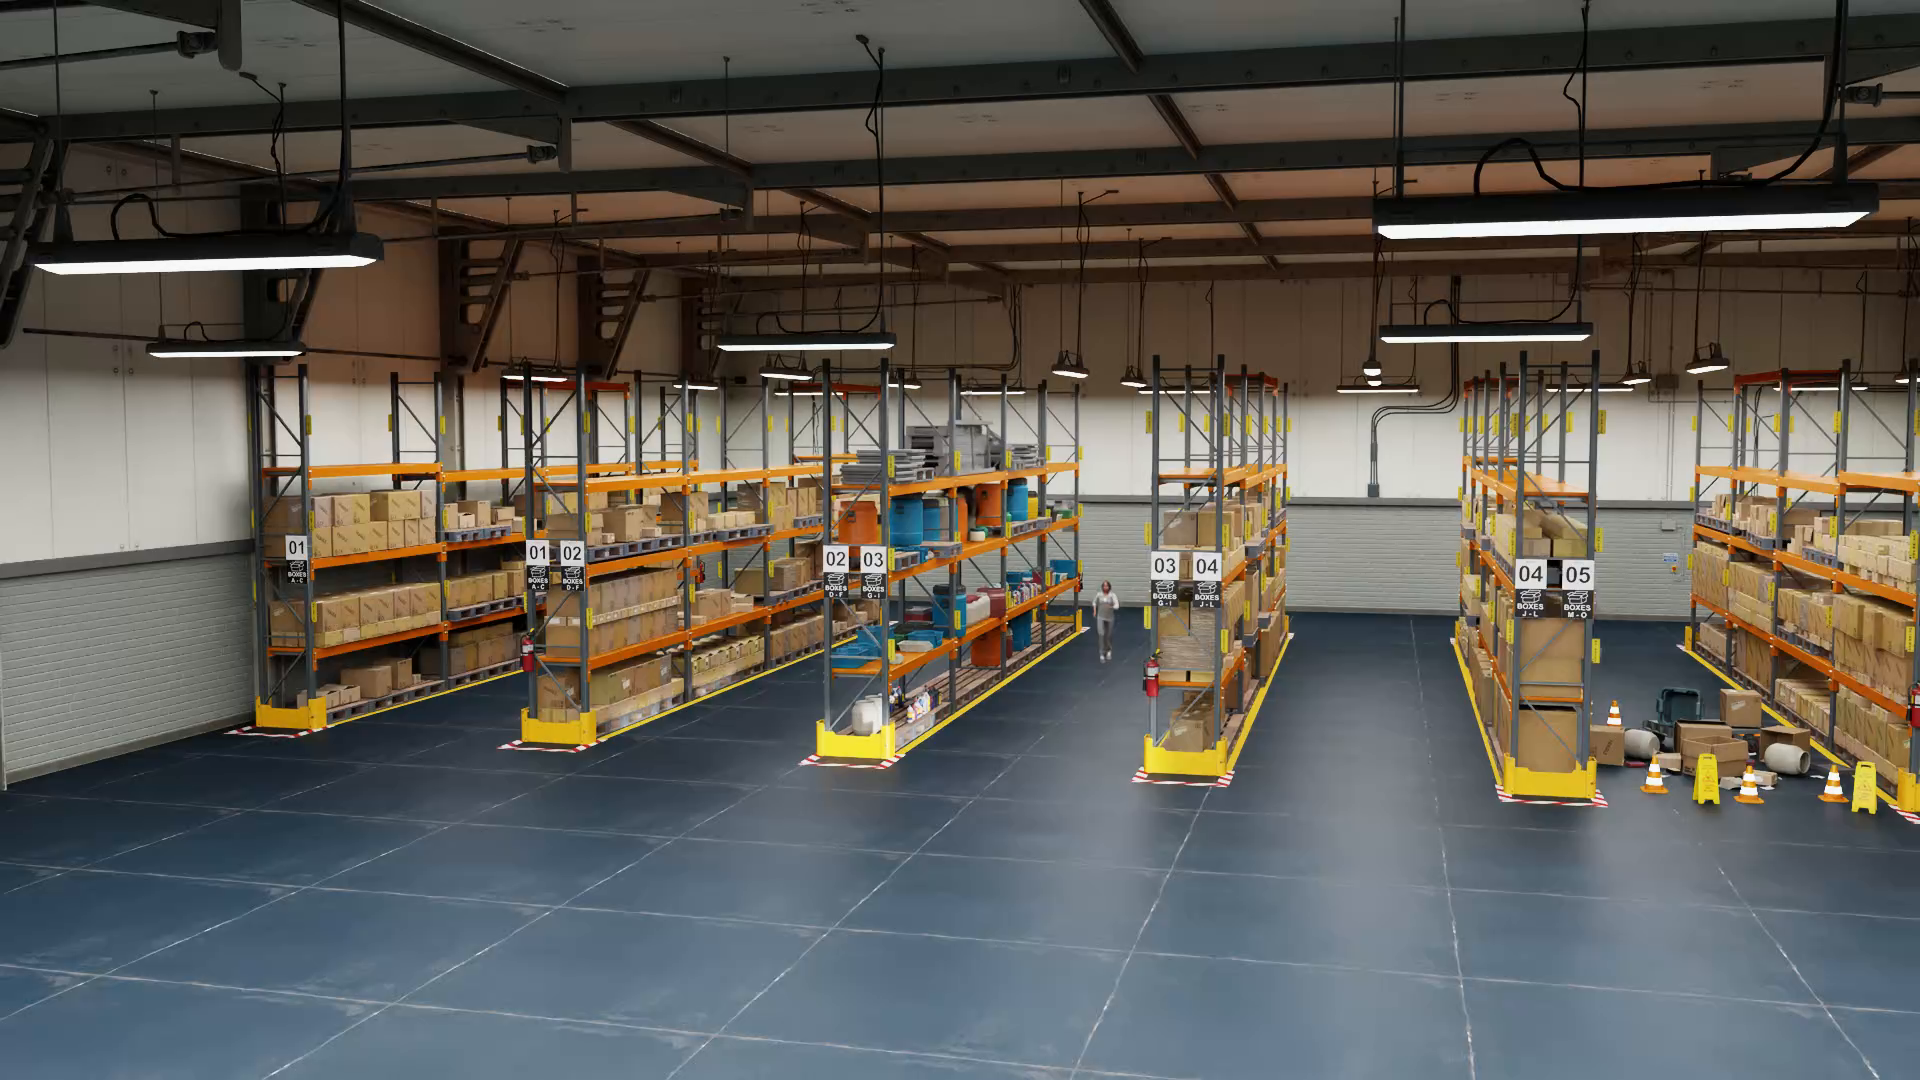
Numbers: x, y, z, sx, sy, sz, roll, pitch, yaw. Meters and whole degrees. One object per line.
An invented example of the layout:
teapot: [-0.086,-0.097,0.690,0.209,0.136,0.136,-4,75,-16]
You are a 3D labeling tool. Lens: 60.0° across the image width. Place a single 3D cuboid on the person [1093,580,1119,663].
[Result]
person: [2.903,1.611,33.167,0.531,1.614,0.823,0,4,6]
